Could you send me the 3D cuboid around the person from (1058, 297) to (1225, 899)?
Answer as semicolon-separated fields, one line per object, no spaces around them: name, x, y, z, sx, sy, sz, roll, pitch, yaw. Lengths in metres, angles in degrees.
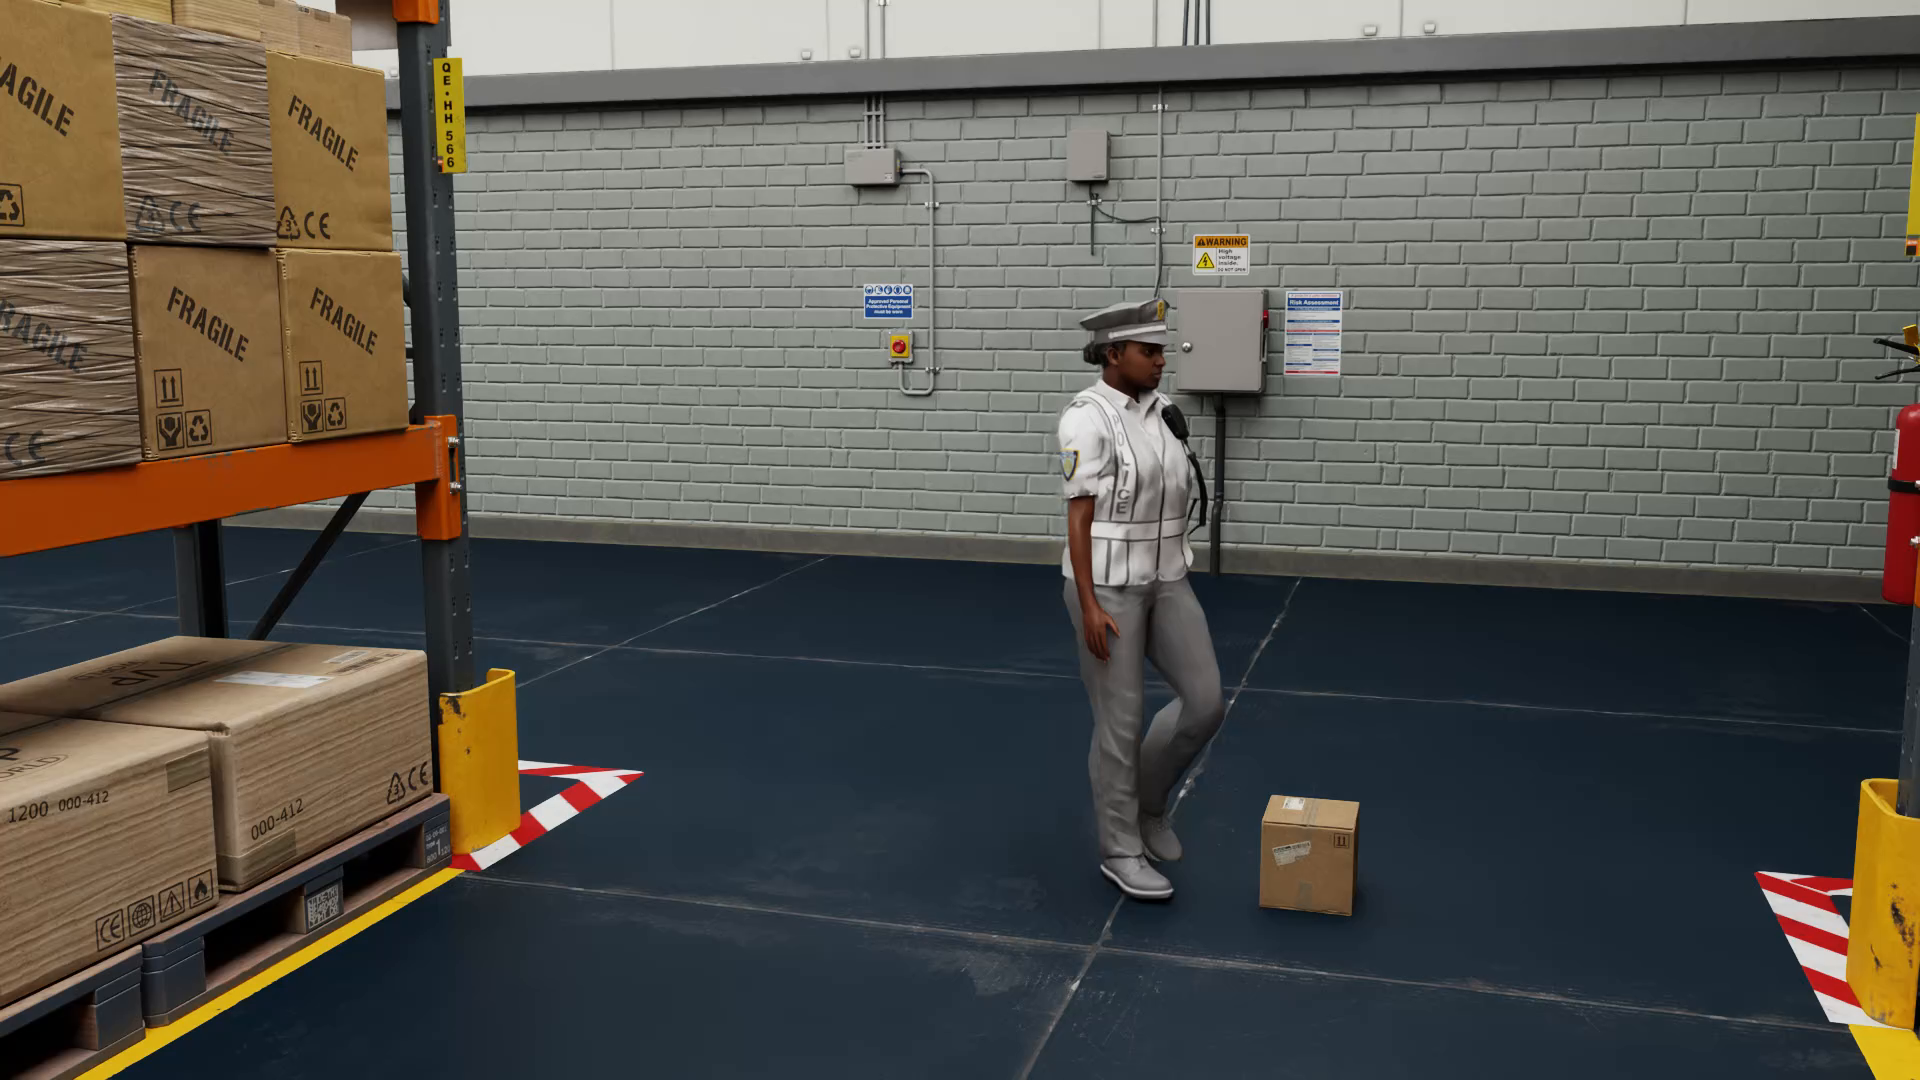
person;0.518;0.165;4.759;0.470;1.701;0.453;-6;11;-37
